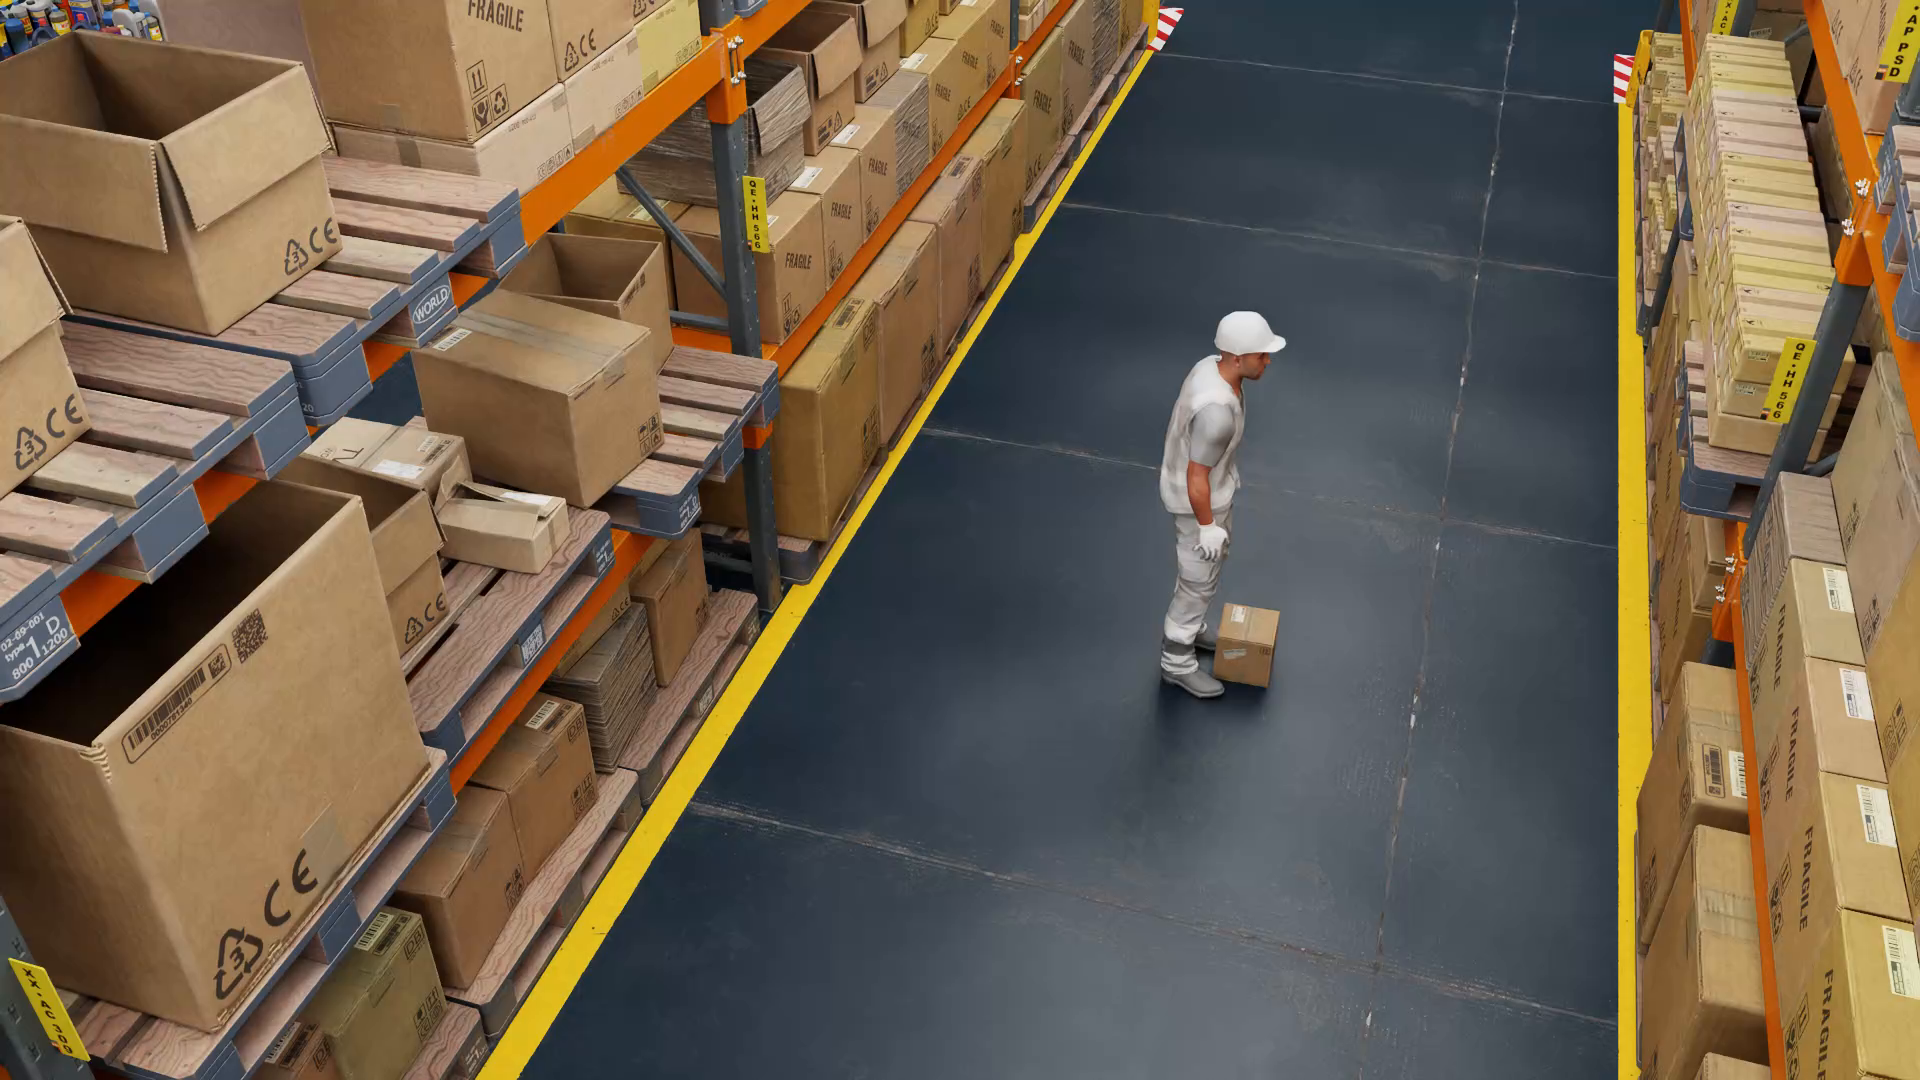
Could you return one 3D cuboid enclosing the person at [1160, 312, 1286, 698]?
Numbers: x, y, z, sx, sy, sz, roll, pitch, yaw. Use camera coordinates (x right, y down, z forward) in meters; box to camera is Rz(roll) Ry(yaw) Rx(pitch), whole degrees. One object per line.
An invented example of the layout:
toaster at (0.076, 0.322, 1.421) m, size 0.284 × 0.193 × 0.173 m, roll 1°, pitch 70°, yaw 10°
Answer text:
person at (1.079, -0.180, 7.119) m, size 0.446 × 1.781 × 0.623 m, roll 9°, pitch 38°, yaw 12°
